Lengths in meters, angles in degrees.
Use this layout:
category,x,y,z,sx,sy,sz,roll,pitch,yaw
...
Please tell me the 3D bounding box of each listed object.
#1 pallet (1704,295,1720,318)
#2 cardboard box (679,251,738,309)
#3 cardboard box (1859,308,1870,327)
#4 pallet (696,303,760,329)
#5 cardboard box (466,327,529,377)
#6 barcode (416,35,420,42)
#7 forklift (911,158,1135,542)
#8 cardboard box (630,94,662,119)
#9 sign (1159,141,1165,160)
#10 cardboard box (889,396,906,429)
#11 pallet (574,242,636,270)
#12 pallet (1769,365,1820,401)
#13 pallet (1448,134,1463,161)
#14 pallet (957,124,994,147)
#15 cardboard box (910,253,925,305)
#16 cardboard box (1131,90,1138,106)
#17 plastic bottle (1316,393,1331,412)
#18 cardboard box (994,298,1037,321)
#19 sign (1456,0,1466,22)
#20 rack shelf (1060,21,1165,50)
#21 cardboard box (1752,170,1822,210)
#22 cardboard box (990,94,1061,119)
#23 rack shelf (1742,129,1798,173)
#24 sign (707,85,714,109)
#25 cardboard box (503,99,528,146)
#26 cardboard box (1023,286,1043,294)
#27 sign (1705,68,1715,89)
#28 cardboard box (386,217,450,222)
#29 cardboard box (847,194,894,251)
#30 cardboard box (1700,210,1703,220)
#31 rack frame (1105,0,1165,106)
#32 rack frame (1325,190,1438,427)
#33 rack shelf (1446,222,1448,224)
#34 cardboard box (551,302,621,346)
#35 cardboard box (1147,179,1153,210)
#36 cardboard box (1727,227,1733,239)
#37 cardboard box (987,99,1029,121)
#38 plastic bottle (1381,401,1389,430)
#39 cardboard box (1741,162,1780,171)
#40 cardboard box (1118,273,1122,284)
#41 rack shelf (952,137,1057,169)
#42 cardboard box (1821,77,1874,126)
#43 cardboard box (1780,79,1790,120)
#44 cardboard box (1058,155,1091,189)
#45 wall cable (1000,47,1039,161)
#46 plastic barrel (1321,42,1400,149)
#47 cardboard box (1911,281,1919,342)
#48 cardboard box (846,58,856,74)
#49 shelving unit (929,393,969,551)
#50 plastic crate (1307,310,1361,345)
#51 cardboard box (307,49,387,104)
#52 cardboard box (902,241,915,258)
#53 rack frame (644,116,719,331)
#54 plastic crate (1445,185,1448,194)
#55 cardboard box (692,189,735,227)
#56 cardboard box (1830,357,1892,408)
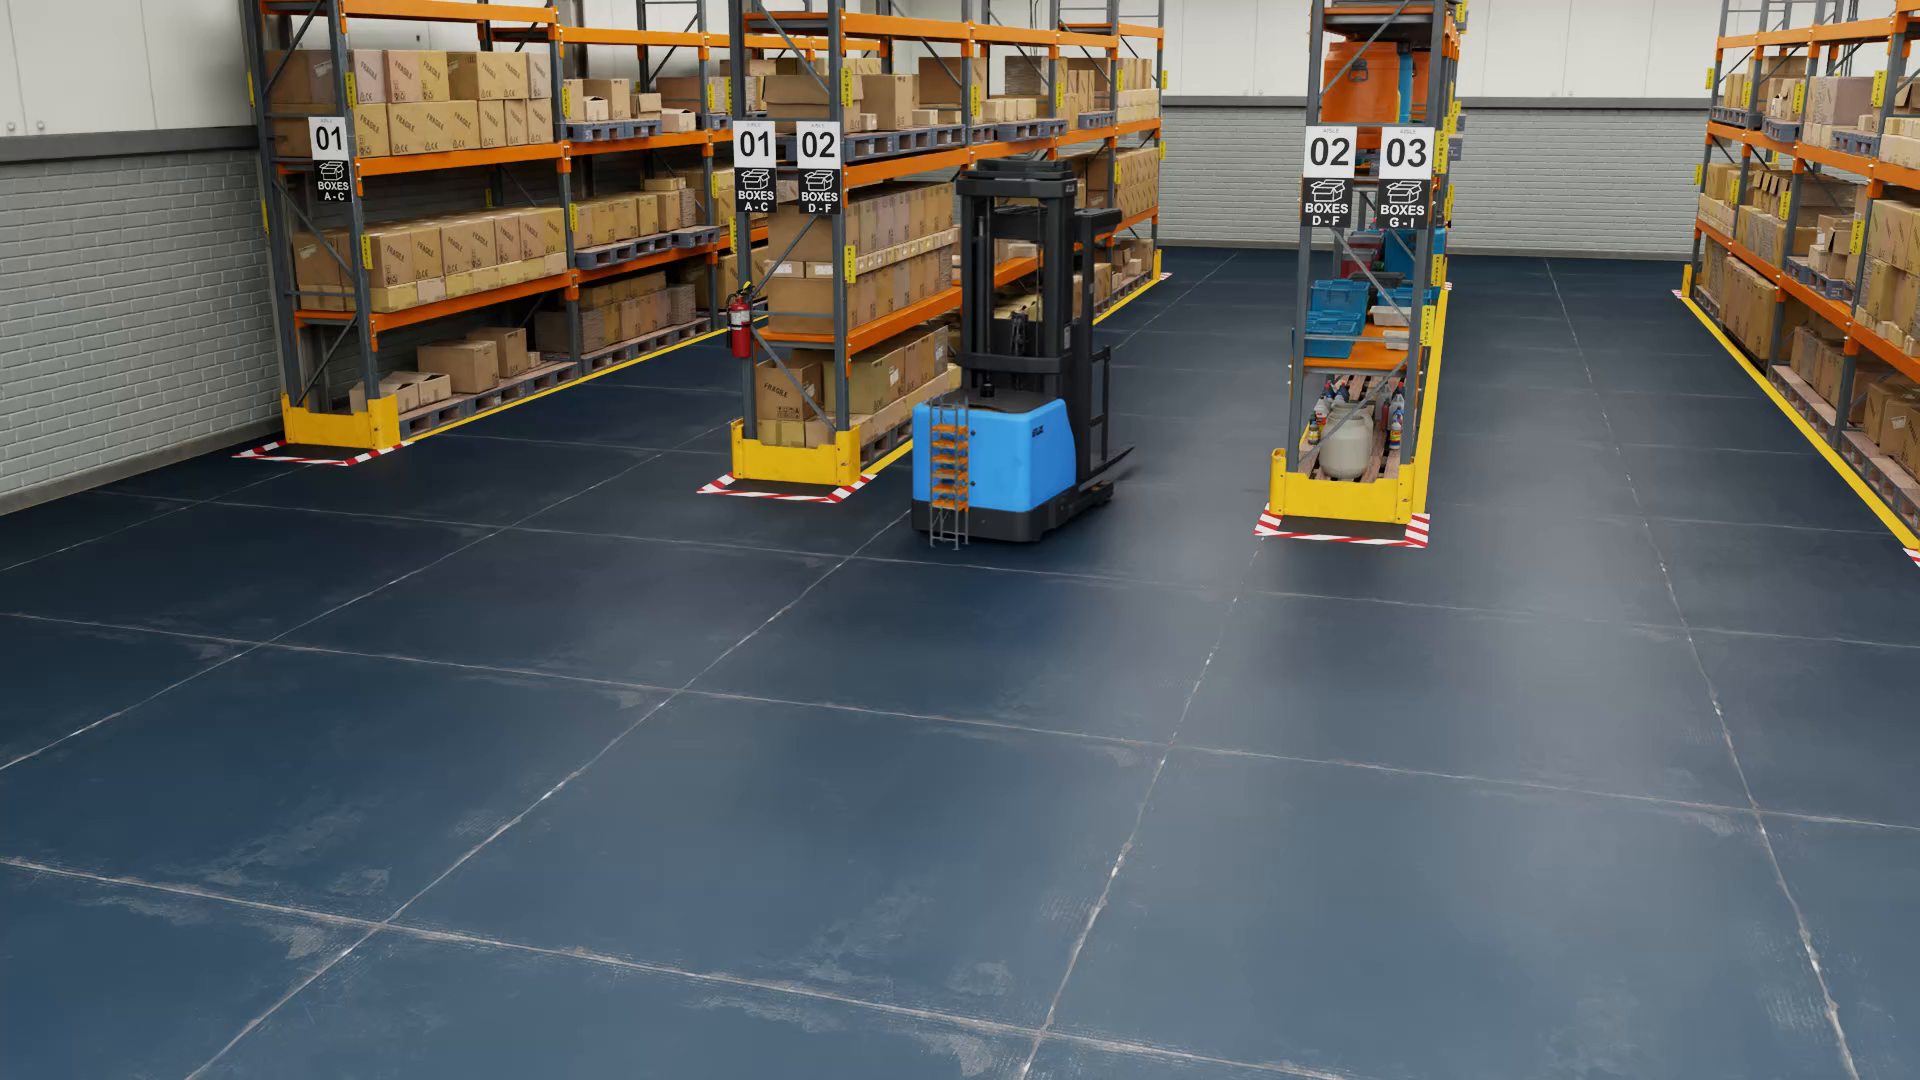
category,x,y,z,sx,sy,sz,roll,pitch,yaw
pallet,12.041,-3.566,25.515,1.003,0.211,1.213,5,16,16
cardboard box,-3.644,-3.850,24.577,0.750,0.750,0.750,4,16,15
cardboard box,8.698,-2.083,15.638,0.380,0.149,0.250,5,16,16
pallet,-3.683,-3.359,24.786,1.003,0.211,1.213,5,16,16
cardboard box,-5.373,-2.188,19.322,0.500,0.500,0.500,3,16,12
barcode,-5.923,-5.481,18.176,0.001,0.075,0.075,5,16,16
forklift,0.693,-1.749,14.126,1.130,2.935,3.031,7,17,24
cardboard box,-4.436,-5.671,22.102,0.797,0.503,0.637,7,17,24
sign,3.571,-6.871,29.356,0.100,0.325,0.005,5,16,16
cardboard box,-0.855,-1.288,16.644,0.500,0.250,0.500,5,16,16
pallet,-4.759,-3.550,20.700,1.003,0.211,1.213,5,16,16
pallet,10.045,-1.802,19.296,1.003,0.211,1.213,5,16,16
pallet,4.271,-3.841,16.225,1.213,0.211,1.003,5,16,16
pallet,-0.127,-4.653,19.092,0.805,0.209,1.217,4,16,14
cardboard box,-0.775,-2.733,17.284,0.700,0.500,0.500,5,17,17
cardboard box,2.578,-7.144,26.881,0.500,0.250,0.500,5,16,16
plastic bottle,3.581,-1.283,16.405,0.144,0.351,0.185,4,16,15
cardboard box,0.717,-2.974,21.558,0.500,0.311,0.500,4,16,15
sign,6.049,-6.422,20.072,0.100,0.325,0.005,5,16,16
rack shelf,2.476,-8.225,27.162,1.077,0.370,4.000,5,16,16
cardboard box,11.231,-4.757,22.584,0.797,0.503,0.637,4,16,14
cardboard box,0.863,-5.725,22.336,0.910,0.500,0.500,5,16,16
rack shelf,10.836,-4.968,21.170,1.077,0.370,4.000,5,16,16
sign,-3.460,-6.149,23.069,0.100,0.325,0.005,5,16,16
cardboard box,-5.178,-4.672,18.587,0.500,0.500,0.500,3,16,11
cardboard box,1.175,-3.223,22.971,0.500,0.500,0.500,5,17,18
sign,12.011,-7.387,26.633,0.100,0.325,0.005,5,16,16
cardboard box,-5.884,-3.244,18.132,0.500,0.500,0.500,5,17,17
cardboard box,-1.055,-3.101,16.206,0.700,0.500,0.500,5,16,16
cardboard box,12.053,-5.186,26.575,0.380,0.149,0.250,4,16,15
rack frame,3.045,-9.096,28.908,1.000,3.000,0.127,5,16,16
rack frame,4.383,-2.686,17.301,1.000,3.000,0.127,5,16,16
rack shelf,7.224,-4.956,26.623,1.077,0.370,4.000,5,16,16
cardboard box,-4.824,-2.796,21.464,0.700,0.500,0.500,4,16,15
cardboard box,3.034,-5.984,28.746,0.500,0.500,0.500,5,17,16
cardboard box,11.177,-4.379,23.731,0.380,0.149,0.250,5,17,16
cardboard box,0.565,-5.428,20.979,0.500,0.250,0.500,5,17,17
plastic bottle,4.177,-1.231,16.343,0.061,0.283,0.133,5,16,16
cardboard box,12.655,-5.725,26.371,0.500,0.500,0.500,5,17,17
cardboard box,2.471,-4.332,27.493,0.380,0.166,0.250,5,16,16
rack shelf,0.203,-4.691,20.192,1.077,0.370,4.000,5,16,16
cardboard box,9.604,-4.712,17.849,0.500,0.500,0.500,4,16,14
cardboard box,10.828,-5.579,21.045,0.797,0.503,0.637,4,16,15
cardboard box,1.804,-5.845,26.424,0.500,0.500,0.500,5,17,16
wall cable,0.244,-9.438,35.802,3.097,2.526,0.112,5,16,16
plastic barrel,3.262,-3.628,13.569,0.600,0.830,0.708,5,16,16
cardboard box,8.388,-1.856,13.646,0.875,0.500,0.500,5,16,16
cardboard box,-2.096,-7.958,28.340,0.500,0.500,0.500,5,17,16
shelving unit,-0.087,-0.530,12.999,0.258,1.200,0.189,7,17,24
plastic crate,3.291,-1.891,14.772,0.499,0.251,0.408,5,16,16
cardboard box,-5.910,-4.471,16.046,0.500,0.500,0.500,3,16,12
cardboard box,-0.672,-2.941,16.830,0.380,0.149,0.250,5,17,18
rack frame,-3.979,-4.500,23.699,1.000,3.000,0.127,5,16,16
plastic crate,7.877,-5.769,27.996,0.616,0.435,0.499,5,16,16
cardboard box,-3.596,-4.808,24.020,0.500,0.500,0.500,5,17,18
cardboard box,9.480,-1.593,17.223,0.700,0.500,0.500,5,16,16
